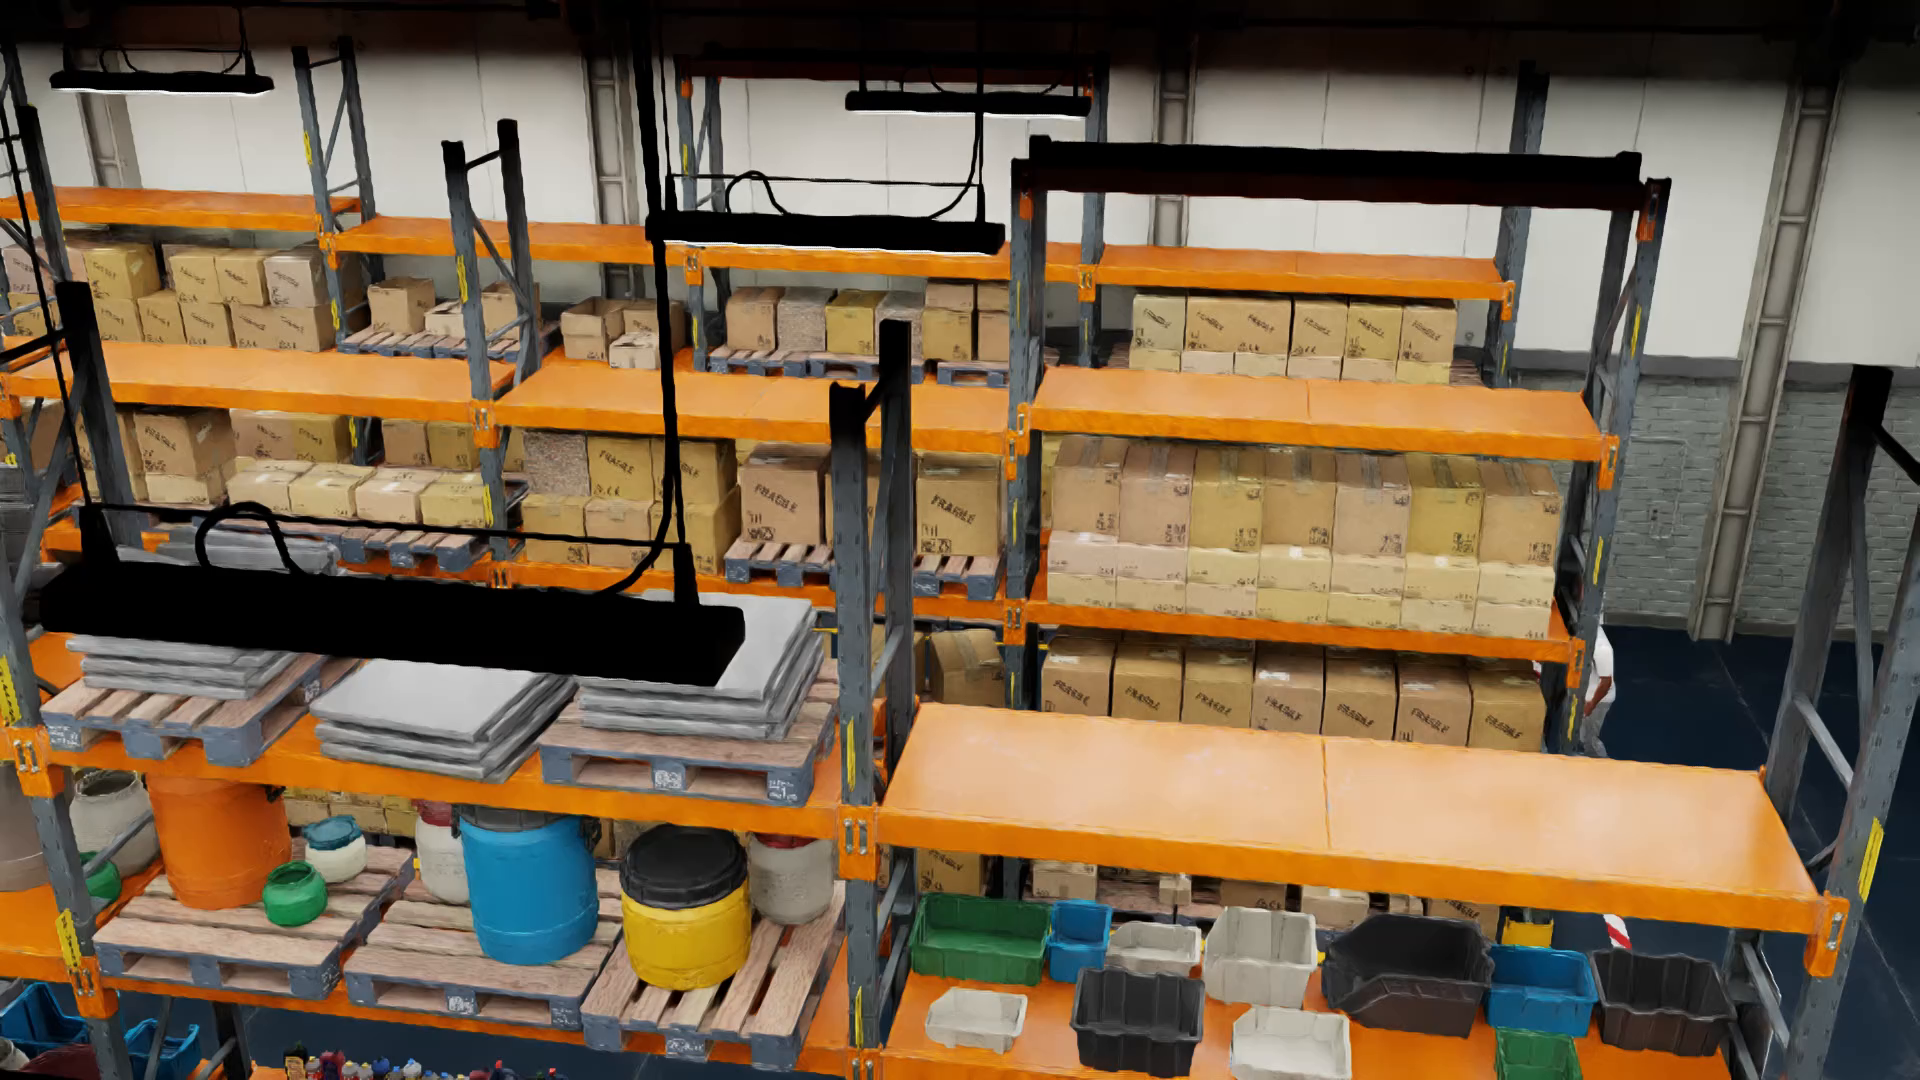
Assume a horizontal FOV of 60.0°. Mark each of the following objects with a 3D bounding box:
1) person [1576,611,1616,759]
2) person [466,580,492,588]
[{"bbox_3d":[5.669,1.372,14.955,0.578,1.714,0.719,3,23,7],"label":"person"},{"bbox_3d":[-4.840,0.528,16.995,0.997,1.623,0.448,0,23,1],"label":"person"}]
